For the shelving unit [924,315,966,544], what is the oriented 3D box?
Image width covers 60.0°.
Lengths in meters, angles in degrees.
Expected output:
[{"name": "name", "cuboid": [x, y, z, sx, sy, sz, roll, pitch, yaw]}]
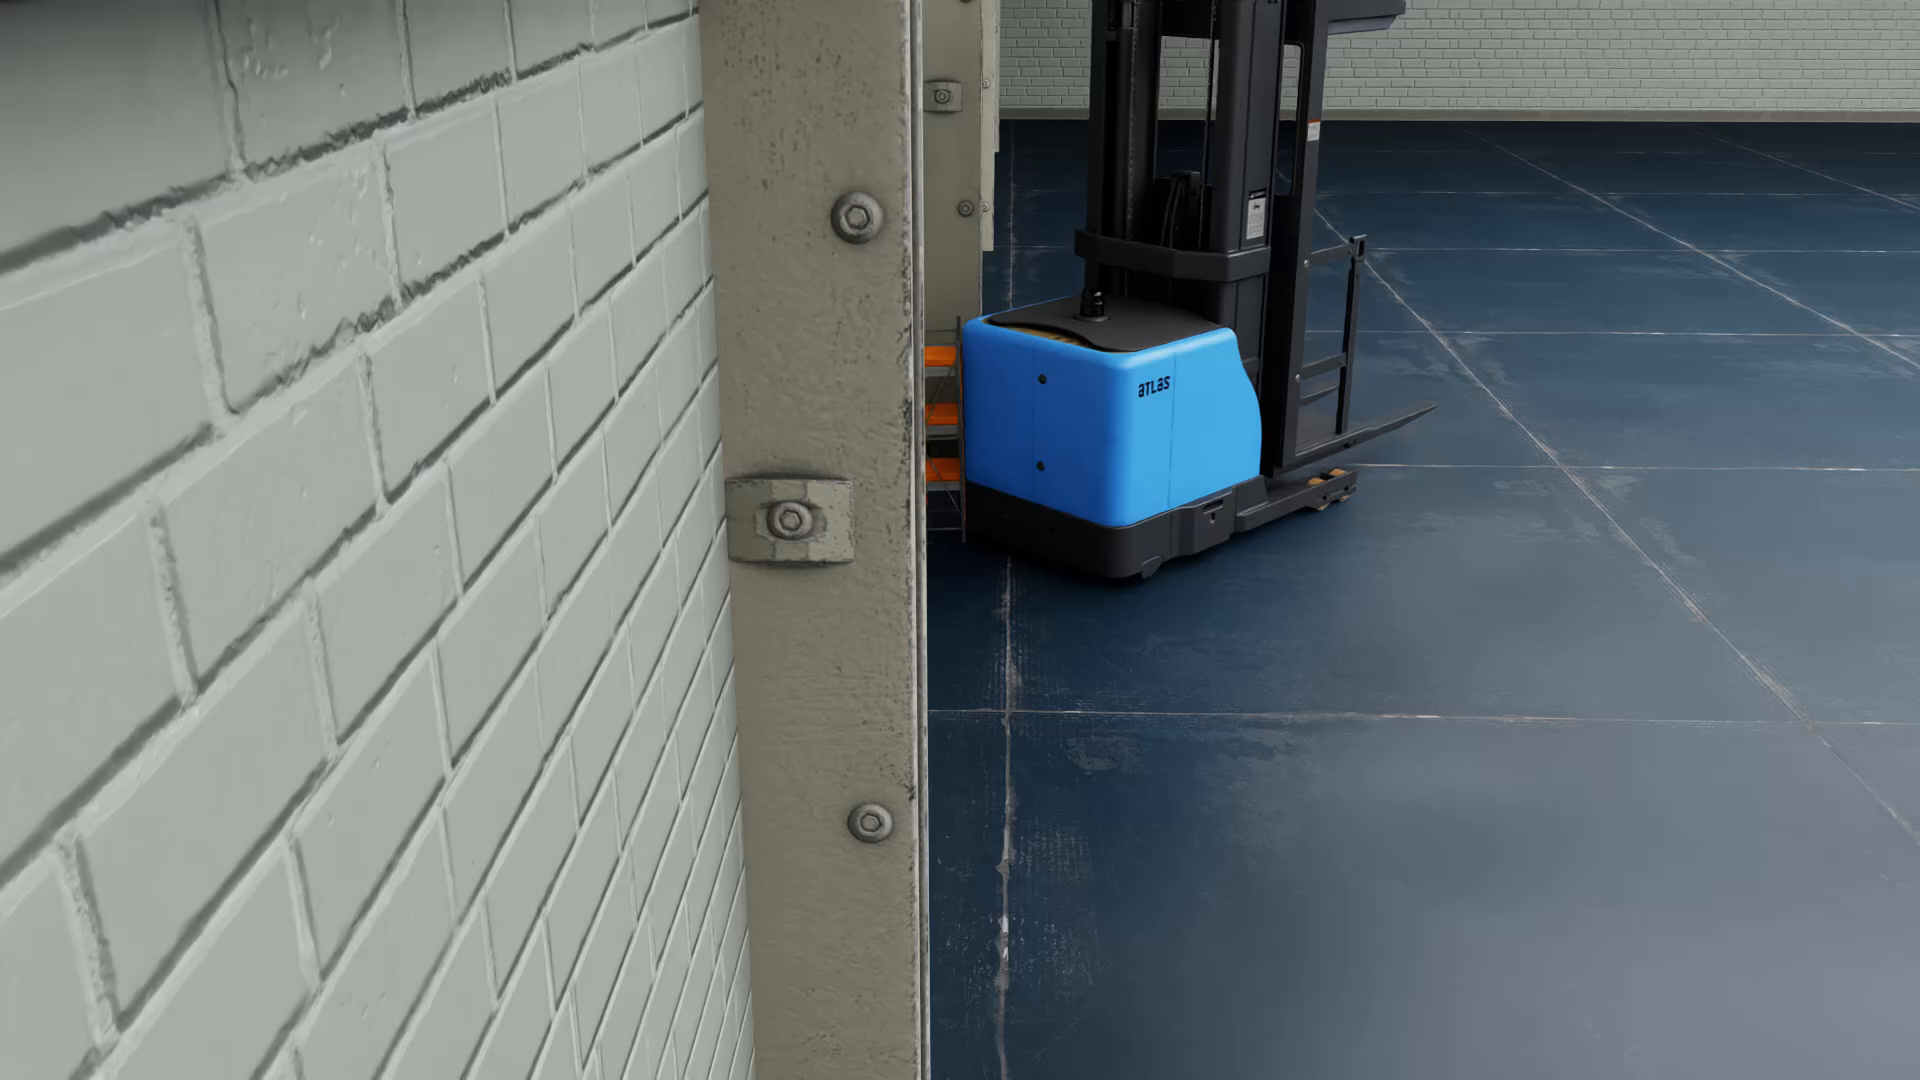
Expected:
[{"name": "shelving unit", "cuboid": [-0.086, -0.518, 7.887, 0.215, 1.050, 0.252, -1, 22, 2]}]

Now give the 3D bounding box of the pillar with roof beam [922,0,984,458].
[{"name": "pillar with roof beam", "cuboid": [4.262, -4.583, 7.399, 9.100, 9.000, 0.400, 1, 21, 2]}]

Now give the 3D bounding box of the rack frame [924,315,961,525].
[{"name": "rack frame", "cuboid": [-0.083, -0.564, 8.000, 0.200, 1.050, 0.008, -1, 22, 2]}]

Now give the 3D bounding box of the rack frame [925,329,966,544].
[{"name": "rack frame", "cuboid": [-0.089, -0.473, 7.773, 0.200, 1.050, 0.008, -1, 22, 2]}]

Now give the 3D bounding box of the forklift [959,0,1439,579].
[{"name": "forklift", "cuboid": [1.397, -1.632, 8.184, 3.031, 2.935, 1.130, -20, 29, -41]}]

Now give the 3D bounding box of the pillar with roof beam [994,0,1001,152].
[{"name": "pillar with roof beam", "cuboid": [4.627, -8.921, 18.582, 9.100, 9.000, 0.400, 1, 21, 2]}]

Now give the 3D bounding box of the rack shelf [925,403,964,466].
[{"name": "rack shelf", "cuboid": [-0.085, -0.509, 7.890, 0.215, 0.259, 0.240, -1, 22, 2]}]

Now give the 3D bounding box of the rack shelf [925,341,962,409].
[{"name": "rack shelf", "cuboid": [-0.094, -0.772, 7.785, 0.215, 0.259, 0.240, -1, 22, 2]}]

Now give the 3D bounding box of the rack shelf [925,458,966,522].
[{"name": "rack shelf", "cuboid": [-0.077, -0.251, 7.994, 0.215, 0.259, 0.240, -1, 22, 2]}]

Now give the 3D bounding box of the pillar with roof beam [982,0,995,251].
[{"name": "pillar with roof beam", "cuboid": [4.444, -6.752, 12.991, 9.100, 9.000, 0.400, 1, 21, 2]}]
